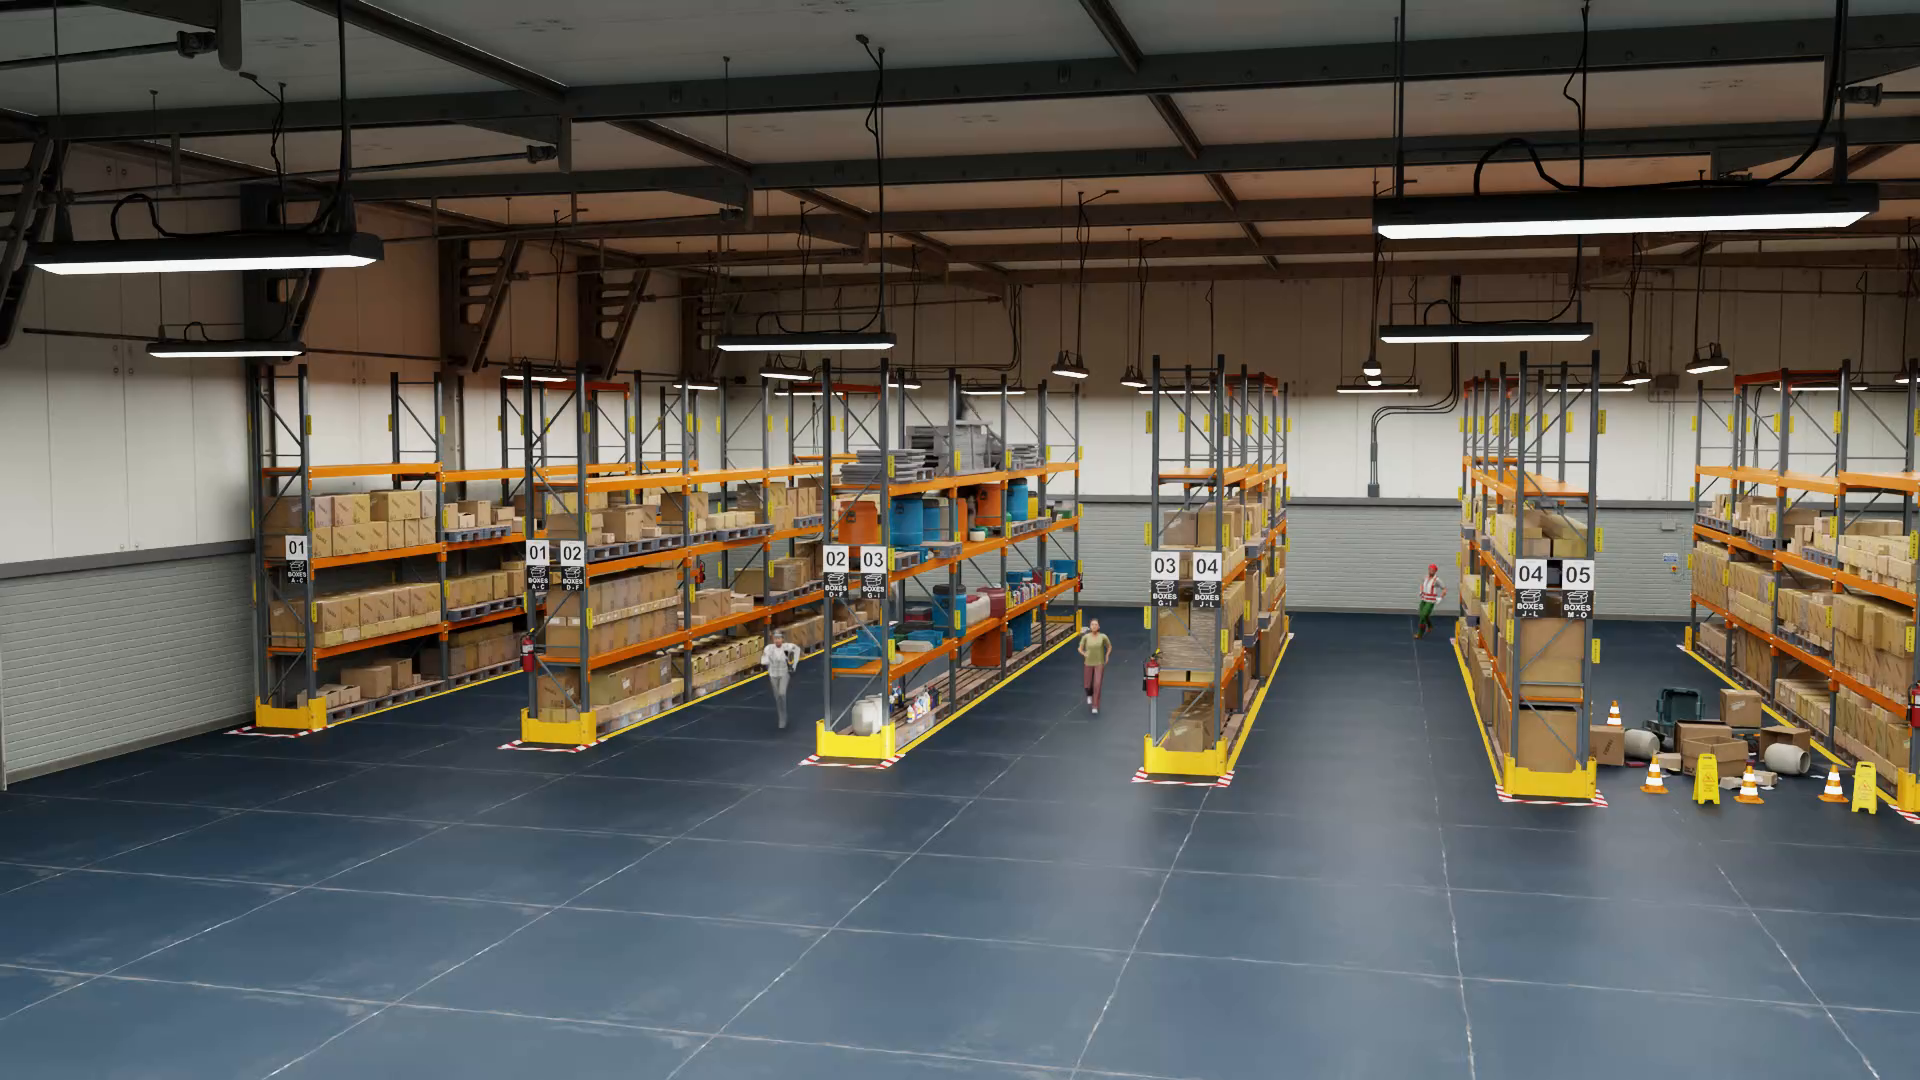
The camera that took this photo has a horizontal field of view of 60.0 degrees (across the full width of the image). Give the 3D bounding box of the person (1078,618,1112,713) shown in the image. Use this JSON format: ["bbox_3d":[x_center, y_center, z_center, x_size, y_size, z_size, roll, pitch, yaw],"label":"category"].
[{"bbox_3d":[2.363,2.183,29.069,0.588,1.627,0.758,0,4,6],"label":"person"}]

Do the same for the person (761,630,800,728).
[{"bbox_3d":[-2.971,2.271,27.560,0.598,1.645,0.882,0,4,7],"label":"person"}]

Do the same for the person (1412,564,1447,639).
[{"bbox_3d":[11.040,1.437,38.944,0.841,1.757,0.730,-3,5,-35],"label":"person"}]

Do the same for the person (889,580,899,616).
[{"bbox_3d":[-1.839,1.231,43.040,0.579,1.717,0.736,-4,5,-43],"label":"person"}]

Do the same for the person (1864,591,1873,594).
[{"bbox_3d":[18.088,1.826,33.271,0.653,1.771,0.673,0,4,1],"label":"person"}]
